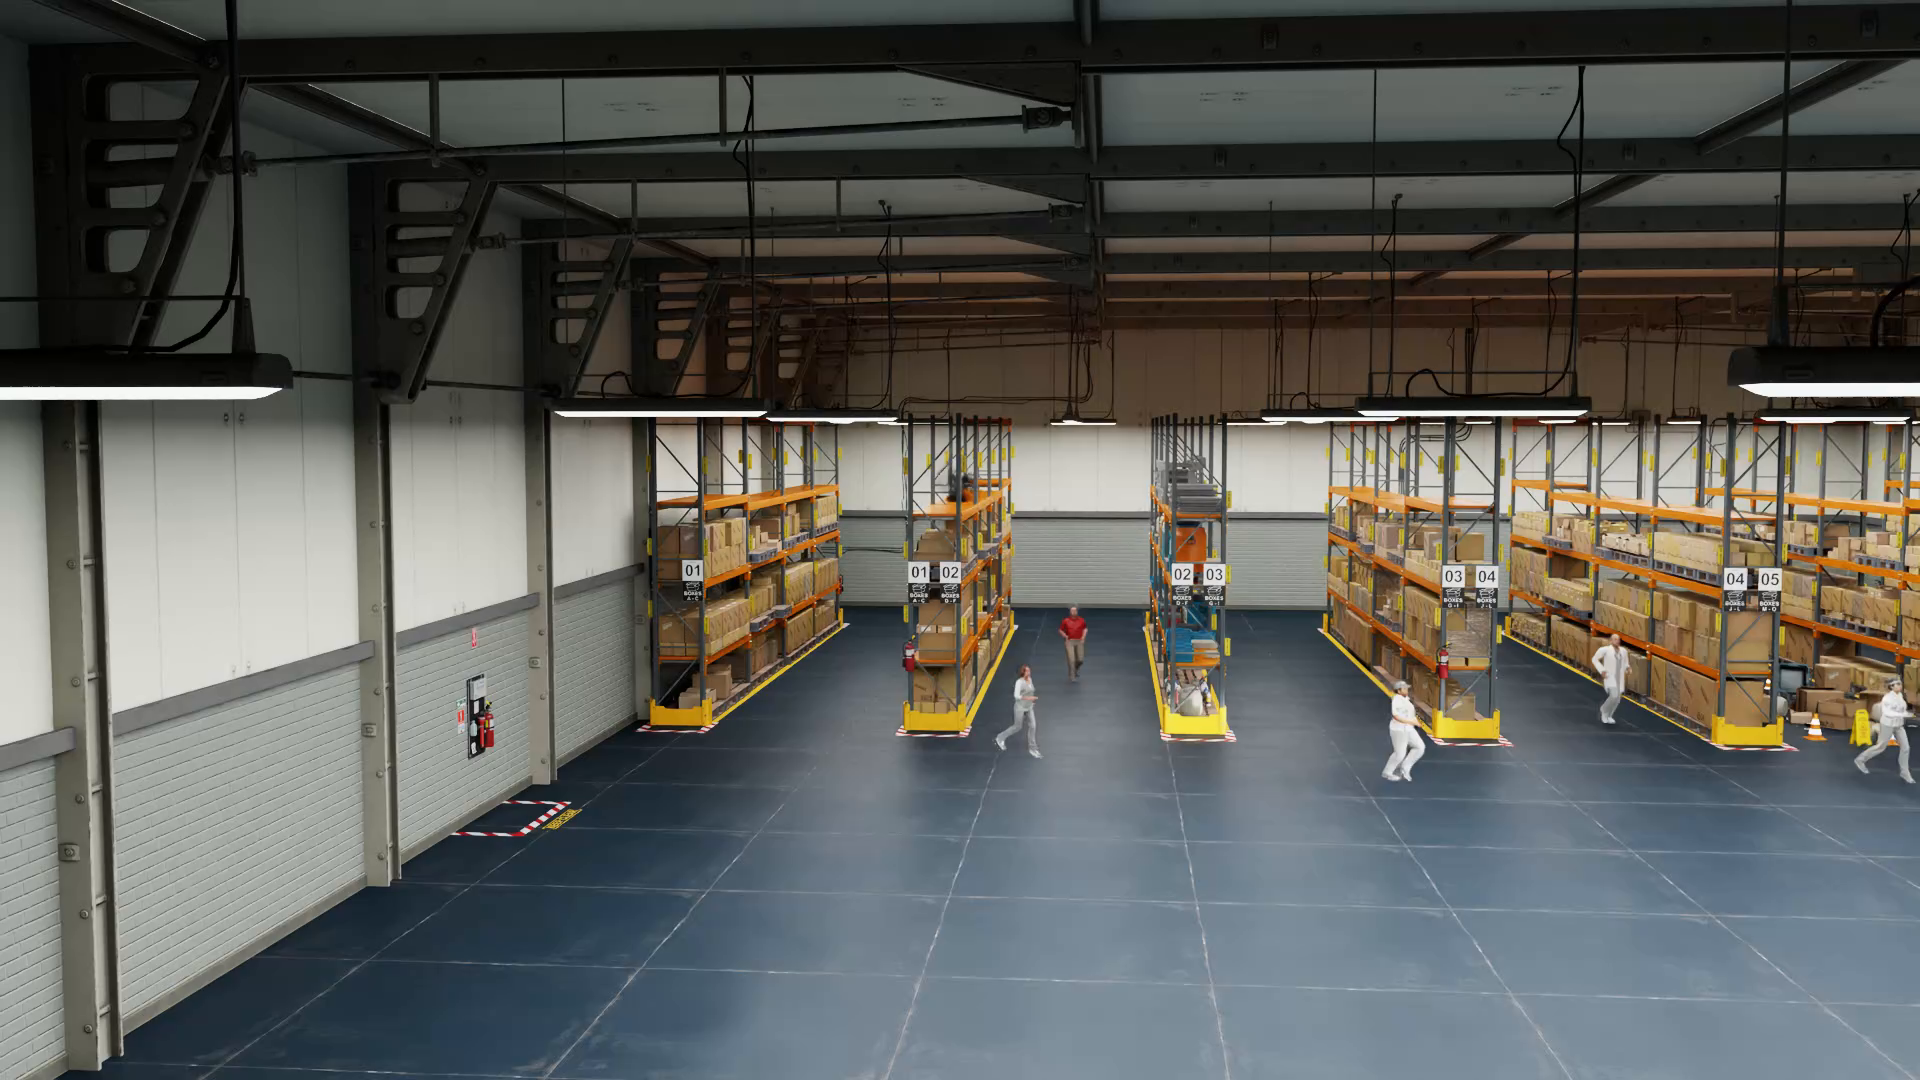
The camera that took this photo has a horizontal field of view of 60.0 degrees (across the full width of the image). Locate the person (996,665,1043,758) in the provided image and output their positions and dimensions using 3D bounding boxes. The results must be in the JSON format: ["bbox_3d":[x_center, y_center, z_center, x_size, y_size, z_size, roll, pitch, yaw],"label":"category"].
[{"bbox_3d":[1.077,2.971,29.025,0.857,1.606,0.550,3,5,39],"label":"person"}]

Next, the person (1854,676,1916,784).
[{"bbox_3d":[15.134,3.053,27.101,0.621,1.733,0.916,-2,4,-29],"label":"person"}]

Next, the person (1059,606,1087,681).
[{"bbox_3d":[2.560,2.333,37.368,0.659,1.668,0.600,0,4,-7],"label":"person"}]

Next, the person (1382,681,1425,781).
[{"bbox_3d":[7.186,3.098,26.950,0.653,1.652,0.614,3,5,36],"label":"person"}]

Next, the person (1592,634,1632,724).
[{"bbox_3d":[12.616,2.685,32.052,0.680,1.746,0.691,-1,4,-11],"label":"person"}]
